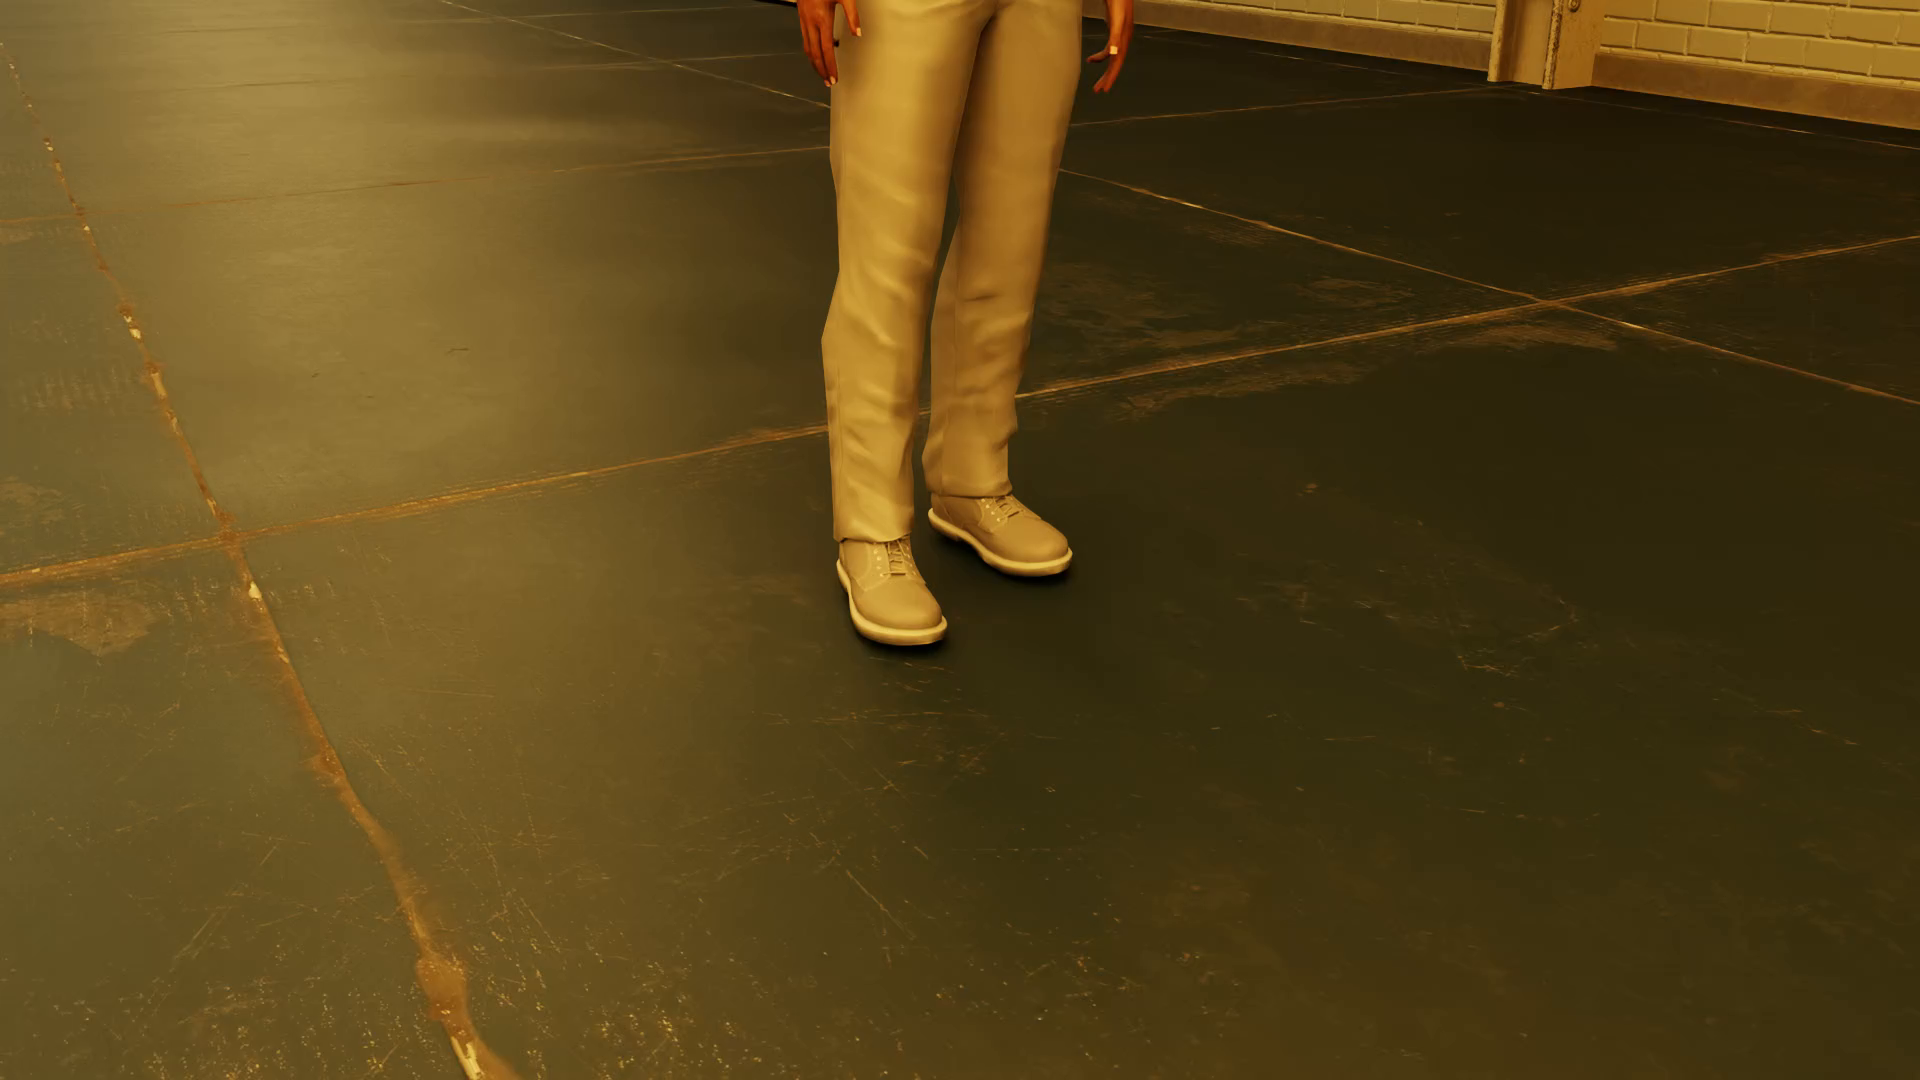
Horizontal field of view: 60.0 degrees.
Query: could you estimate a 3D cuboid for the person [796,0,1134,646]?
[{"bbox_3d":[0.020,-0.762,2.241,0.570,1.695,0.530,-12,25,-28],"label":"person"}]
